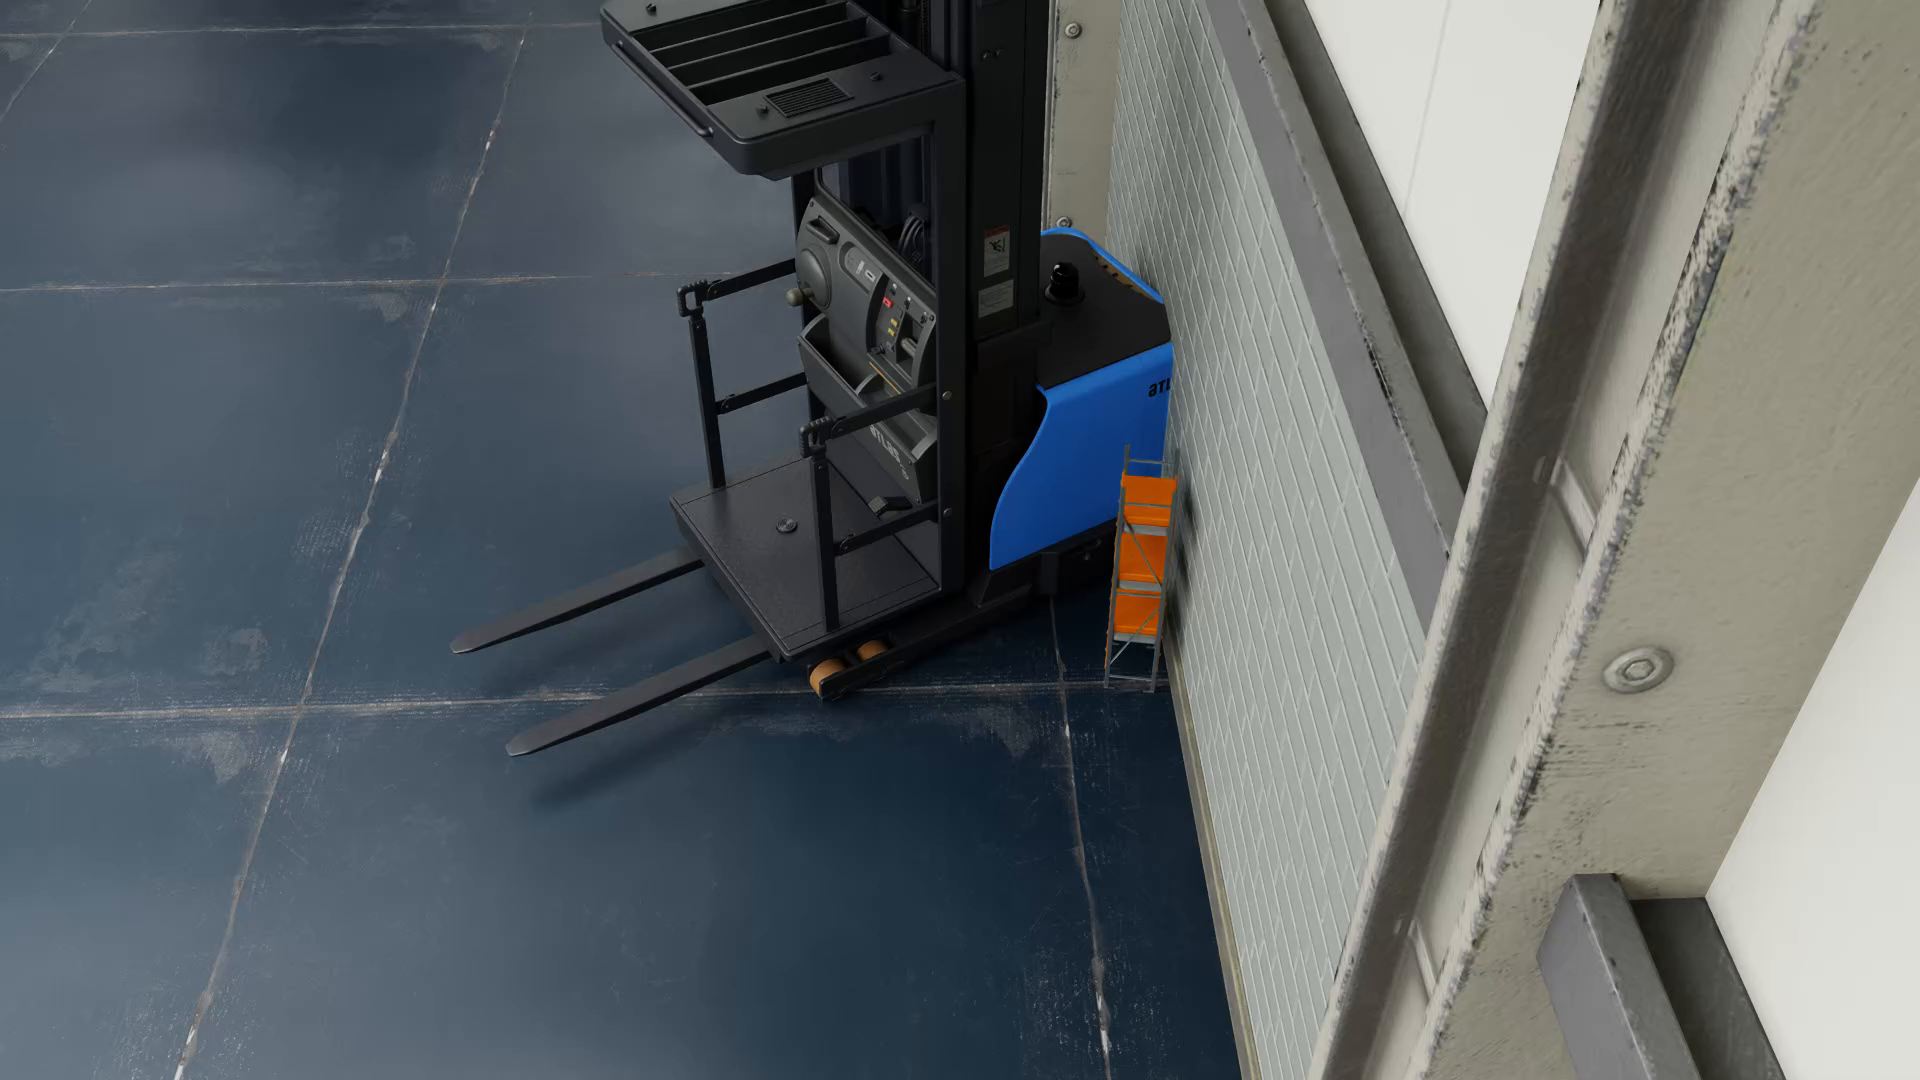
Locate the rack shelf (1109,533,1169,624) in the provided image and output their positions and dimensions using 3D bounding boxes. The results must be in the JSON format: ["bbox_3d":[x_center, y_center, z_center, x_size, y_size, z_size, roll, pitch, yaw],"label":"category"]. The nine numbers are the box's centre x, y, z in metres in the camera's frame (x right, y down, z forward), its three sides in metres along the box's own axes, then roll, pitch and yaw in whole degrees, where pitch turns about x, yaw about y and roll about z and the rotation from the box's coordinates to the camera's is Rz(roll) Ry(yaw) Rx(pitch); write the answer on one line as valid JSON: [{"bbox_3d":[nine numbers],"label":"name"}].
[{"bbox_3d":[0.687,0.135,6.341,0.215,0.259,0.240,5,43,6],"label":"rack shelf"}]

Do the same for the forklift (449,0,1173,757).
[{"bbox_3d":[-0.529,-0.859,6.018,3.031,2.935,1.130,-23,47,-23],"label":"forklift"}]

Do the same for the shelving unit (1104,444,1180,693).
[{"bbox_3d":[0.687,0.127,6.334,0.215,1.050,0.252,5,43,6],"label":"shelving unit"}]

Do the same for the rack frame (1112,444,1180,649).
[{"bbox_3d":[0.704,0.046,6.423,0.200,1.050,0.008,5,43,6],"label":"rack frame"}]

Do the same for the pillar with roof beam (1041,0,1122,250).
[{"bbox_3d":[-3.709,-4.657,5.671,9.100,9.000,0.400,-2,43,-2],"label":"pillar with roof beam"}]

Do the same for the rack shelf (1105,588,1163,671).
[{"bbox_3d":[0.687,0.340,6.529,0.215,0.259,0.240,5,43,6],"label":"rack shelf"}]

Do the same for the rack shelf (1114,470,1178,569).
[{"bbox_3d":[0.687,-0.074,6.150,0.215,0.259,0.240,5,43,6],"label":"rack shelf"}]

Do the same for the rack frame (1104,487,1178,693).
[{"bbox_3d":[0.671,0.209,6.245,0.200,1.050,0.008,5,43,6],"label":"rack frame"}]
